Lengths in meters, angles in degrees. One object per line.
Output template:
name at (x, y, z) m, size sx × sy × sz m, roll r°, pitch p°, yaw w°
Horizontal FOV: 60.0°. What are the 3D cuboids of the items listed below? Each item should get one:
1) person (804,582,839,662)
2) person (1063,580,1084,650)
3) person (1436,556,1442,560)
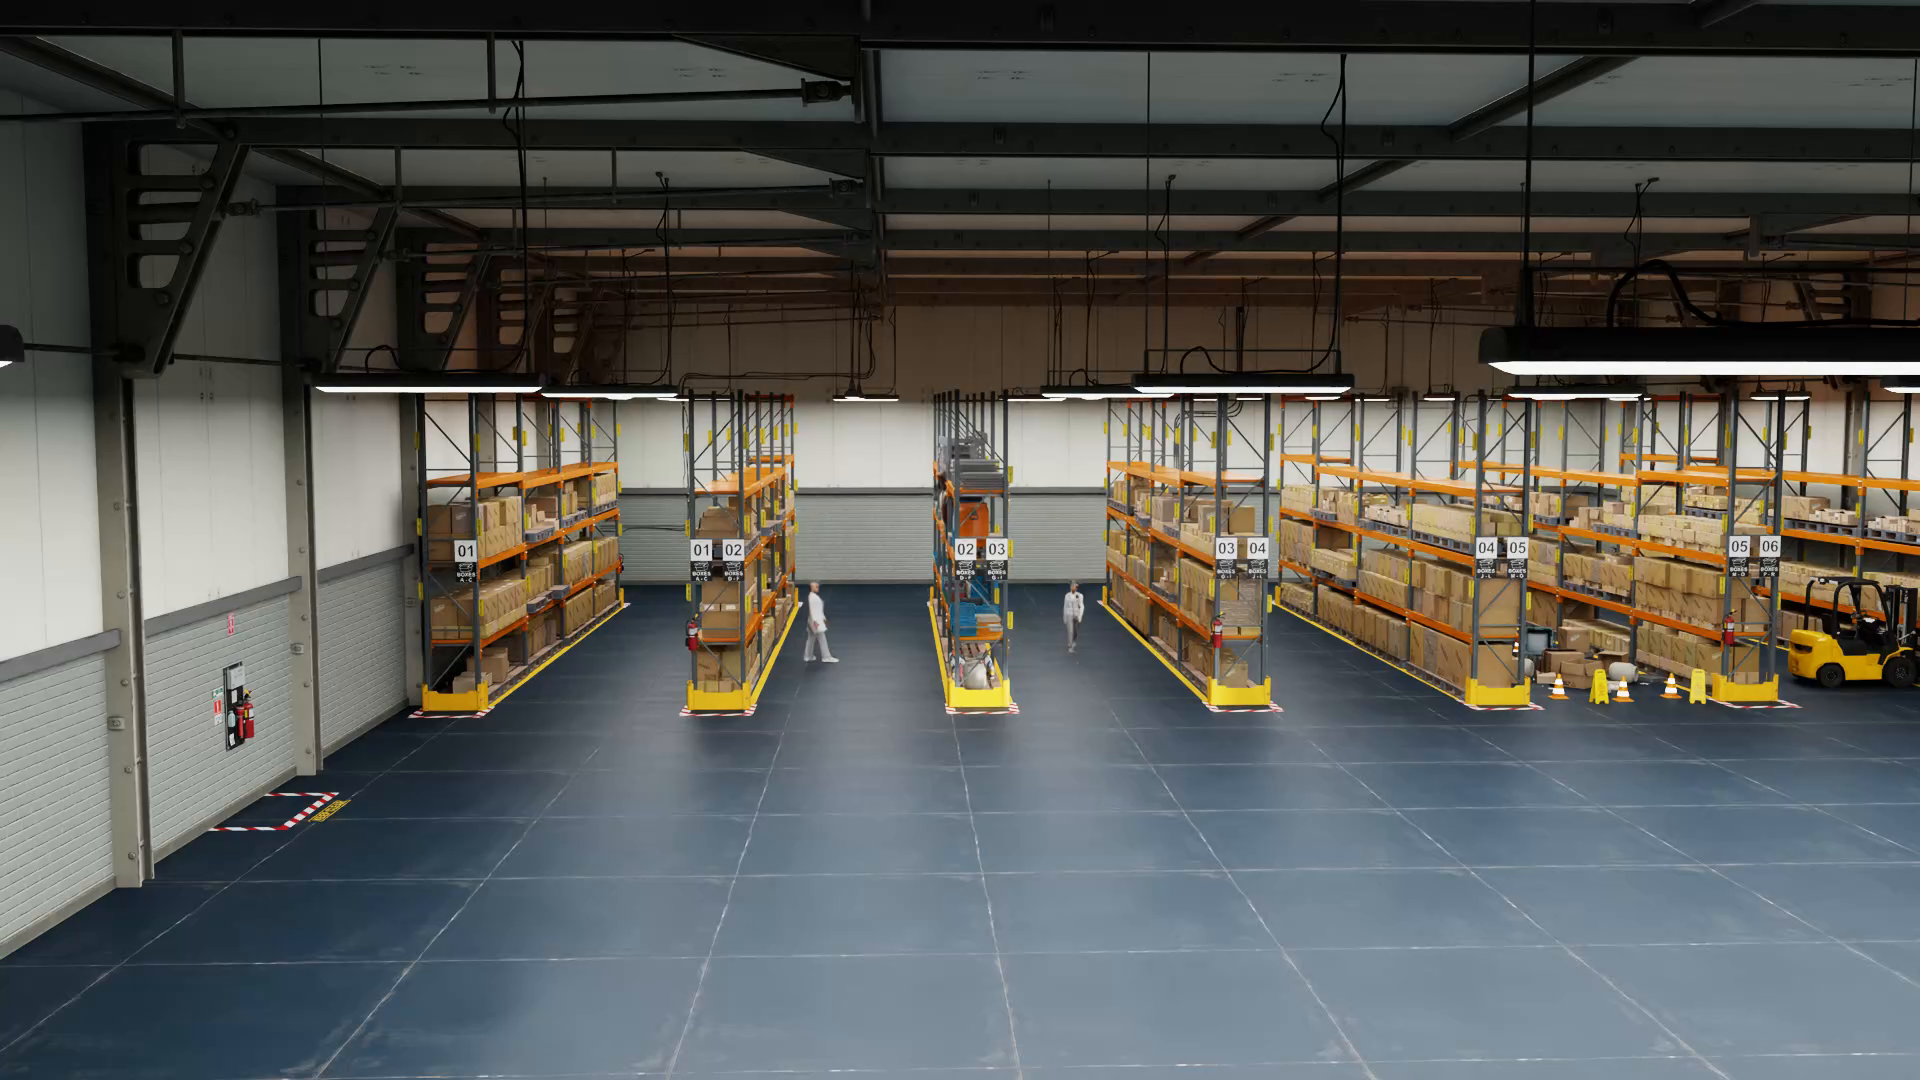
person at (-3.079, 1.815, 36.776) m, size 0.739 × 1.762 × 0.666 m, roll -1°, pitch 5°, yaw -16°
person at (2.619, 1.713, 38.511) m, size 0.455 × 1.586 × 0.770 m, roll -1°, pitch 5°, yaw -8°
person at (13.022, 1.156, 45.275) m, size 0.431 × 1.771 × 0.601 m, roll 0°, pitch 5°, yaw 0°
